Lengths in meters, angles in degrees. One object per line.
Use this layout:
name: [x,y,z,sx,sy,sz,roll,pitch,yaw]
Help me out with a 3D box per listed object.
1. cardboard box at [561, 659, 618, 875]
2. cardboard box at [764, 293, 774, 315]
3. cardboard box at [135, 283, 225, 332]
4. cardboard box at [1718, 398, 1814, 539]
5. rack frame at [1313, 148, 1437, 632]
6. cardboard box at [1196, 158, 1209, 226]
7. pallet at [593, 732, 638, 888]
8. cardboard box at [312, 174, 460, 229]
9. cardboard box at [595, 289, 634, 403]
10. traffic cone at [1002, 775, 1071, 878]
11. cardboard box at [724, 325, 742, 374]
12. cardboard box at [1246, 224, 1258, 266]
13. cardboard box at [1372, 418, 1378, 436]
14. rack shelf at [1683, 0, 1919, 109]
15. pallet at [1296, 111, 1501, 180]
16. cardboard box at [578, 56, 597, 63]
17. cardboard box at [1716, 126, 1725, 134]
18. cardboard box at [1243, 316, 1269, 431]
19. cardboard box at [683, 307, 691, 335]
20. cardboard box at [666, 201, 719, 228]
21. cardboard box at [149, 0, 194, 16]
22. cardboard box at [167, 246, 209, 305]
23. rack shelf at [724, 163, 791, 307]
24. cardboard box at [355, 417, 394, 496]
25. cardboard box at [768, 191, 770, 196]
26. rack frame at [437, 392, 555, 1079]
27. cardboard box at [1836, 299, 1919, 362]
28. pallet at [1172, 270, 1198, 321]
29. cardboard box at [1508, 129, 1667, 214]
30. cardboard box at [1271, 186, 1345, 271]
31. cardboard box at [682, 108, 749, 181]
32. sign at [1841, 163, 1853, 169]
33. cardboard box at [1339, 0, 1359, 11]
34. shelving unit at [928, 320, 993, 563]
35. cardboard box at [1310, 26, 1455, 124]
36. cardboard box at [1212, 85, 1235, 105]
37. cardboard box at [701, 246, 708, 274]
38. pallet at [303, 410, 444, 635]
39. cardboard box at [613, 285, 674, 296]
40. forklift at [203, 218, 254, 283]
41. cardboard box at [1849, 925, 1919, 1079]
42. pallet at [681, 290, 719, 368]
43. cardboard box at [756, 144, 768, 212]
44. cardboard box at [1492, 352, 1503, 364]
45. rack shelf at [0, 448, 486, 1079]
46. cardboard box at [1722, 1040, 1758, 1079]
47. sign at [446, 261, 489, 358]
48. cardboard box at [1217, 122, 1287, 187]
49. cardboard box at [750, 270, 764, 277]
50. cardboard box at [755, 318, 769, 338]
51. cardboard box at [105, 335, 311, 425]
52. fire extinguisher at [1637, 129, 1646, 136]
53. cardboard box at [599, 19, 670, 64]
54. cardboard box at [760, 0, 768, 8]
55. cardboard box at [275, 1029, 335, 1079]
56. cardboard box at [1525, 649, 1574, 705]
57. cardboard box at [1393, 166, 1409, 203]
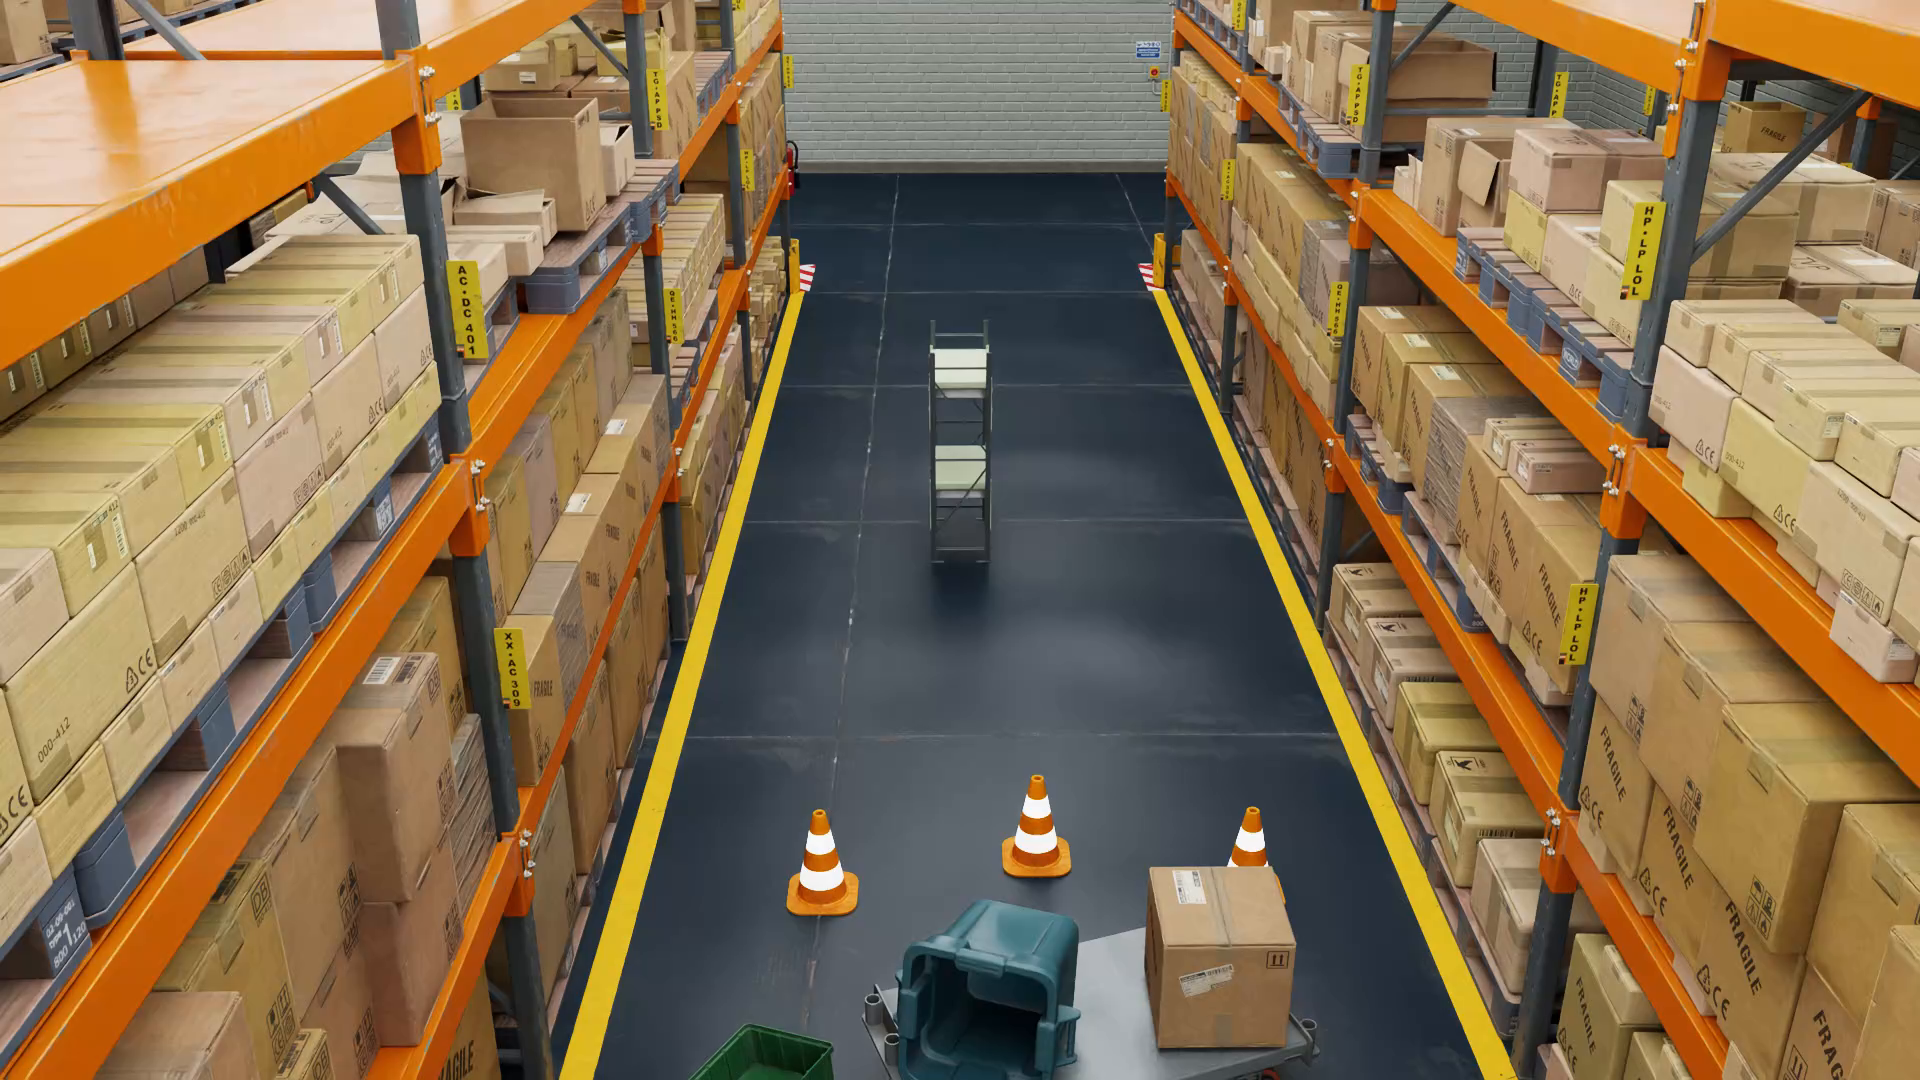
cardboard box: [-2.257,1.076,7.952,1.050,0.750,0.750,0,24,-1]
cardboard box: [-1.952,-2.215,15.597,0.380,0.149,0.250,0,24,0]
cardboard box: [-2.428,-0.573,4.928,0.500,0.250,0.500,0,24,0]
cardboard box: [2.541,-0.208,4.751,0.500,0.250,0.500,0,24,-1]
rack frame: [2.751,-0.817,9.917,1.000,3.000,0.127,0,24,-1]
cardboard box: [2.416,-3.120,14.888,0.500,0.500,0.500,-1,24,-1]
pallet: [-2.254,1.344,8.523,1.003,0.211,1.213,0,24,-1]
cardboard box: [-2.393,-1.390,7.020,0.500,0.311,0.500,-1,24,-2]
cardboard box: [-2.202,-1.070,9.140,0.700,0.500,0.500,0,24,-1]
traffic cone: [0.379,1.367,8.166,0.336,0.463,0.334,0,24,-1]
cardboard box: [-1.980,-1.490,13.018,0.500,0.250,0.500,-1,24,-2]
cardboard box: [2.464,-2.228,12.611,0.500,0.250,0.500,0,24,0]
cardboard box: [2.539,-0.643,9.327,0.380,0.149,0.250,-2,24,-4]
rack shelf: [2.817,-0.749,3.363,1.077,0.370,4.000,0,24,-1]
pallet: [2.691,-2.363,9.924,1.213,0.211,1.003,1,24,2]
cardboard box: [-2.477,-2.812,10.566,0.500,0.500,0.500,0,24,-1]
cardboard box: [7.898,-4.017,16.812,0.500,0.250,0.500,0,24,1]
cardboard box: [2.795,-1.434,13.349,0.875,0.875,0.875,0,24,1]
cardboard box: [-2.016,-1.458,11.130,0.380,0.149,0.250,1,24,1]
cardboard box: [-2.037,-2.474,12.654,0.380,0.149,0.250,-1,24,-2]
cardboard box: [-7.135,-4.830,14.397,0.700,0.500,0.500,1,24,2]
cardboard box: [-2.490,-0.806,4.959,0.380,0.149,0.250,0,24,0]
rack shelf: [-2.263,-2.898,15.391,1.077,0.370,4.000,0,24,-1]
cardboard box: [-1.823,-0.235,4.664,0.380,0.149,0.250,0,24,0]
cardboard box: [-2.016,-3.383,15.894,0.380,0.149,0.250,-1,24,-3]
rack frame: [-2.154,0.895,6.132,1.000,3.000,0.127,0,24,-1]
cardboard box: [3.017,-0.655,5.256,0.380,0.149,0.250,0,24,1]
pallet: [2.751,-2.514,17.053,1.003,0.211,1.213,0,24,-1]
cardboard box: [2.628,-1.545,6.952,0.500,0.250,0.500,0,24,0]
cardboard box: [2.473,-2.155,11.540,0.500,0.500,0.500,-1,24,-1]
cardboard box: [-2.002,-3.225,13.546,0.500,0.500,0.500,0,24,1]
sign: [7.129,-2.878,13.424,0.100,0.325,0.005,0,24,-1]
cardboard box: [2.911,-4.358,13.354,0.500,0.500,0.500,0,24,0]
shelving unit: [0.000,-0.681,11.435,0.431,1.500,0.755,0,24,-1]
cardboard box: [2.551,-2.828,10.092,0.700,0.500,0.500,-1,24,-3]
cardboard box: [2.435,-3.915,14.644,0.380,0.149,0.250,-1,24,-2]
cardboard box: [-2.026,-2.020,12.012,0.380,0.149,0.250,-1,24,-3]
pallet: [-2.155,-0.094,4.786,1.003,0.211,1.213,0,24,-1]
cardboard box: [-2.012,-1.505,10.510,0.380,0.149,0.250,0,24,-1]
forklift: [-5.276,-1.181,10.804,3.031,2.935,1.130,-7,25,-15]
cardboard box: [2.508,1.215,3.729,0.700,0.500,0.500,-1,24,-1]
pallet: [-2.260,-1.482,11.619,1.003,0.211,1.213,0,24,-1]
cardboard box: [-1.976,-3.200,14.702,0.500,0.500,0.500,-1,24,-2]
cardboard box: [3.051,-0.791,8.867,0.500,0.500,0.500,-1,24,-1]
rack shelf: [-2.132,0.680,3.840,1.077,0.370,4.000,0,24,-1]
cardboard box: [2.482,1.604,4.869,0.380,0.149,0.250,0,24,0]
sign: [-1.599,-0.747,5.398,0.100,0.325,0.005,0,24,-1]
cardboard box: [2.427,-3.160,13.762,0.500,0.500,0.500,0,24,-1]
cardboard box: [-2.060,-2.460,15.777,0.380,0.149,0.250,-1,24,-2]
cardboard box: [-1.978,-1.980,15.438,0.380,0.149,0.250,-1,24,-2]
cardboard box: [-1.819,-0.391,4.041,0.380,0.149,0.250,0,24,0]
fire extinguisher: [7.164,-3.991,17.481,0.296,0.674,0.183,0,24,-1]
cardboard box: [-1.974,-3.000,10.053,0.396,0.266,0.258,0,24,-1]
cardboard box: [-2.015,-4.966,15.025,0.500,0.250,0.500,0,24,0]
cardboard box: [-2.115,1.646,4.289,0.875,0.550,0.500,0,24,-1]
cardboard box: [2.513,0.543,6.704,0.380,0.149,0.250,0,24,0]
cardboard box: [2.585,-1.939,9.062,0.380,0.149,0.250,0,24,-1]
